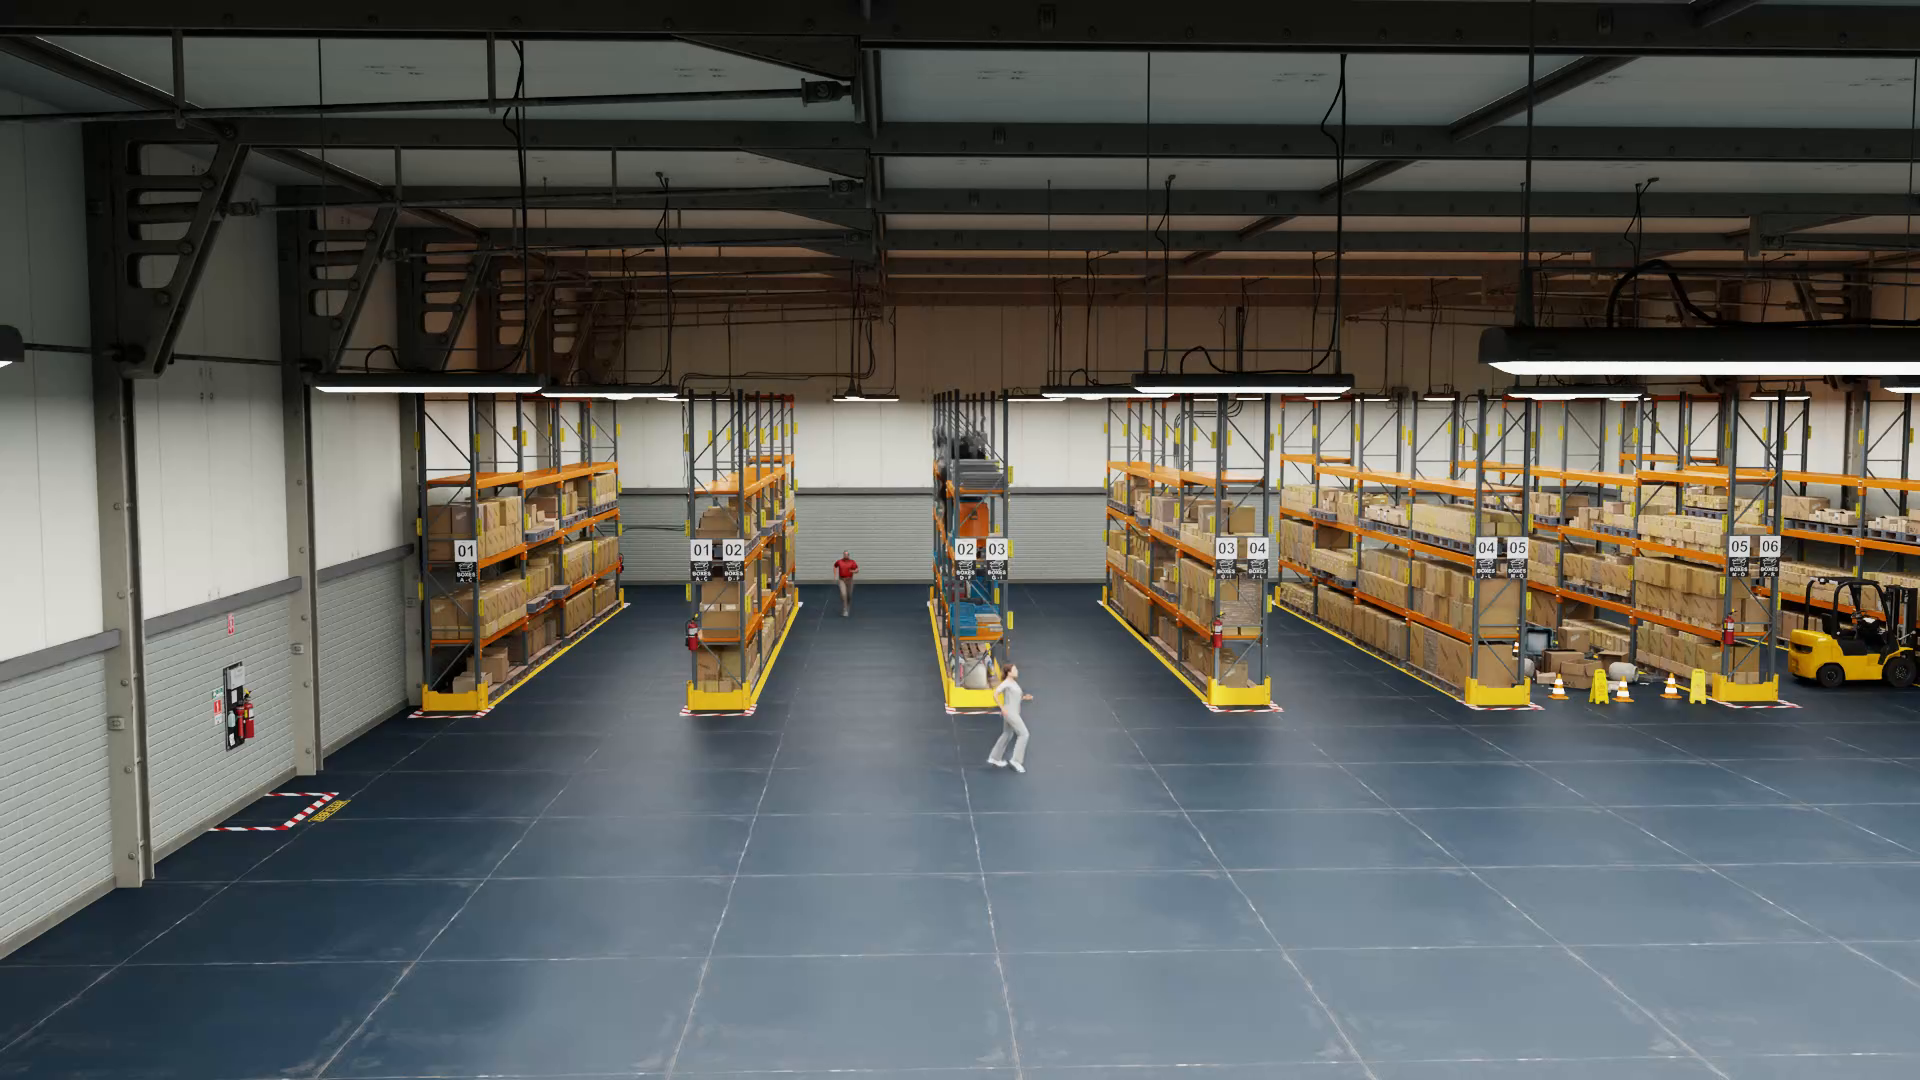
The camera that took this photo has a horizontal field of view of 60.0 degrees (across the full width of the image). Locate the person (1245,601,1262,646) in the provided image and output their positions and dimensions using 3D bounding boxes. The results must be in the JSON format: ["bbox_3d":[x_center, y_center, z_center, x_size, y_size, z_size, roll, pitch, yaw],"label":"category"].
[{"bbox_3d":[6.937,1.685,39.499,0.582,1.709,0.673,0,5,-5],"label":"person"}]

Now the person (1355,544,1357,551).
[{"bbox_3d":[11.323,0.986,47.358,0.661,1.777,0.922,-1,5,-14],"label":"person"}]

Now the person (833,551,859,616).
[{"bbox_3d":[-3.097,1.153,45.220,0.643,1.741,0.968,-1,5,-11],"label":"person"}]

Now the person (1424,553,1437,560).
[{"bbox_3d":[13.861,0.833,49.363,0.541,1.721,0.718,1,5,9],"label":"person"}]

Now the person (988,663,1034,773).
[{"bbox_3d":[0.789,2.772,25.968,0.738,1.721,0.531,1,5,10],"label":"person"}]
